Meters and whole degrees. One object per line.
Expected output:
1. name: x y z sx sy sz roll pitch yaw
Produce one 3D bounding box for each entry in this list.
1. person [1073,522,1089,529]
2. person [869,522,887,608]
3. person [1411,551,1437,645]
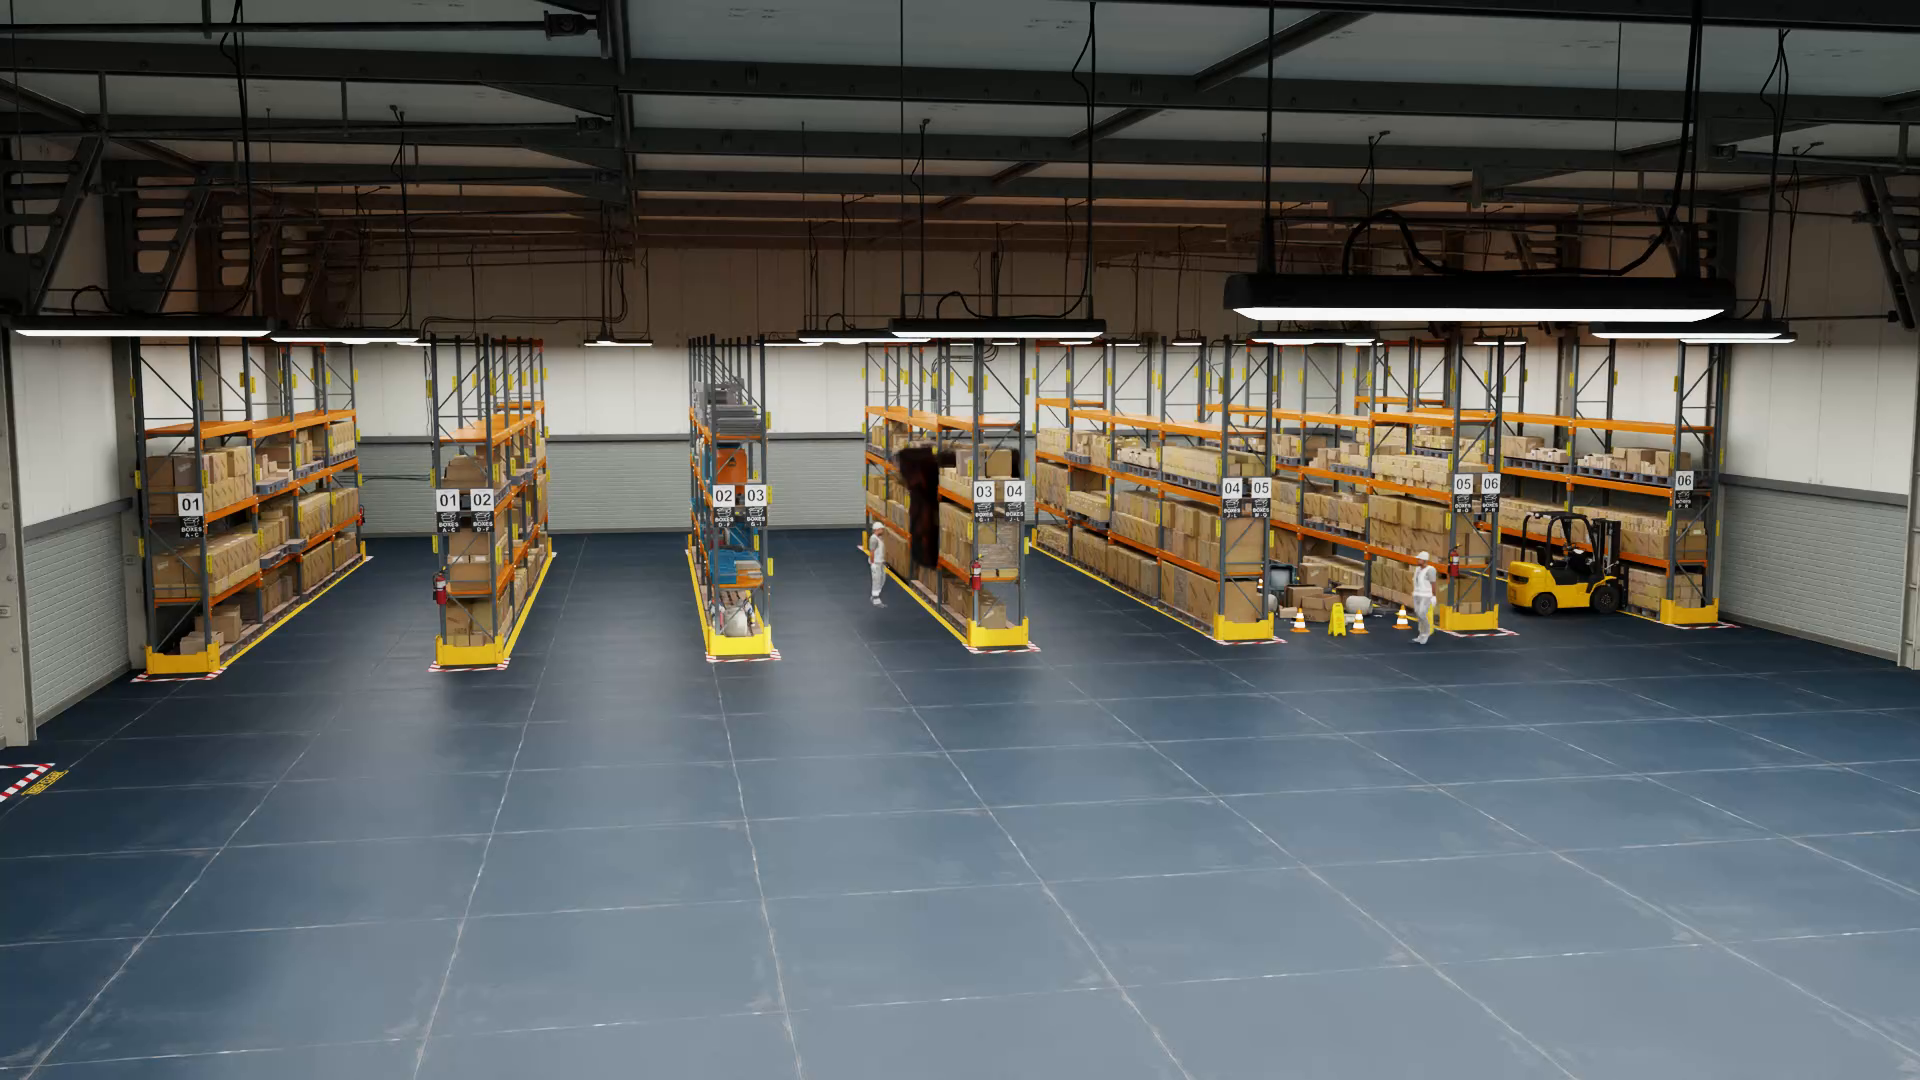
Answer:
1. person: 3.665 -0.862 49.990 0.921 1.731 0.678 -1 7 -12
2. person: -1.742 0.530 35.159 0.504 1.828 0.628 2 7 17
3. person: 8.991 1.127 32.348 0.461 1.808 0.616 -4 8 -34
